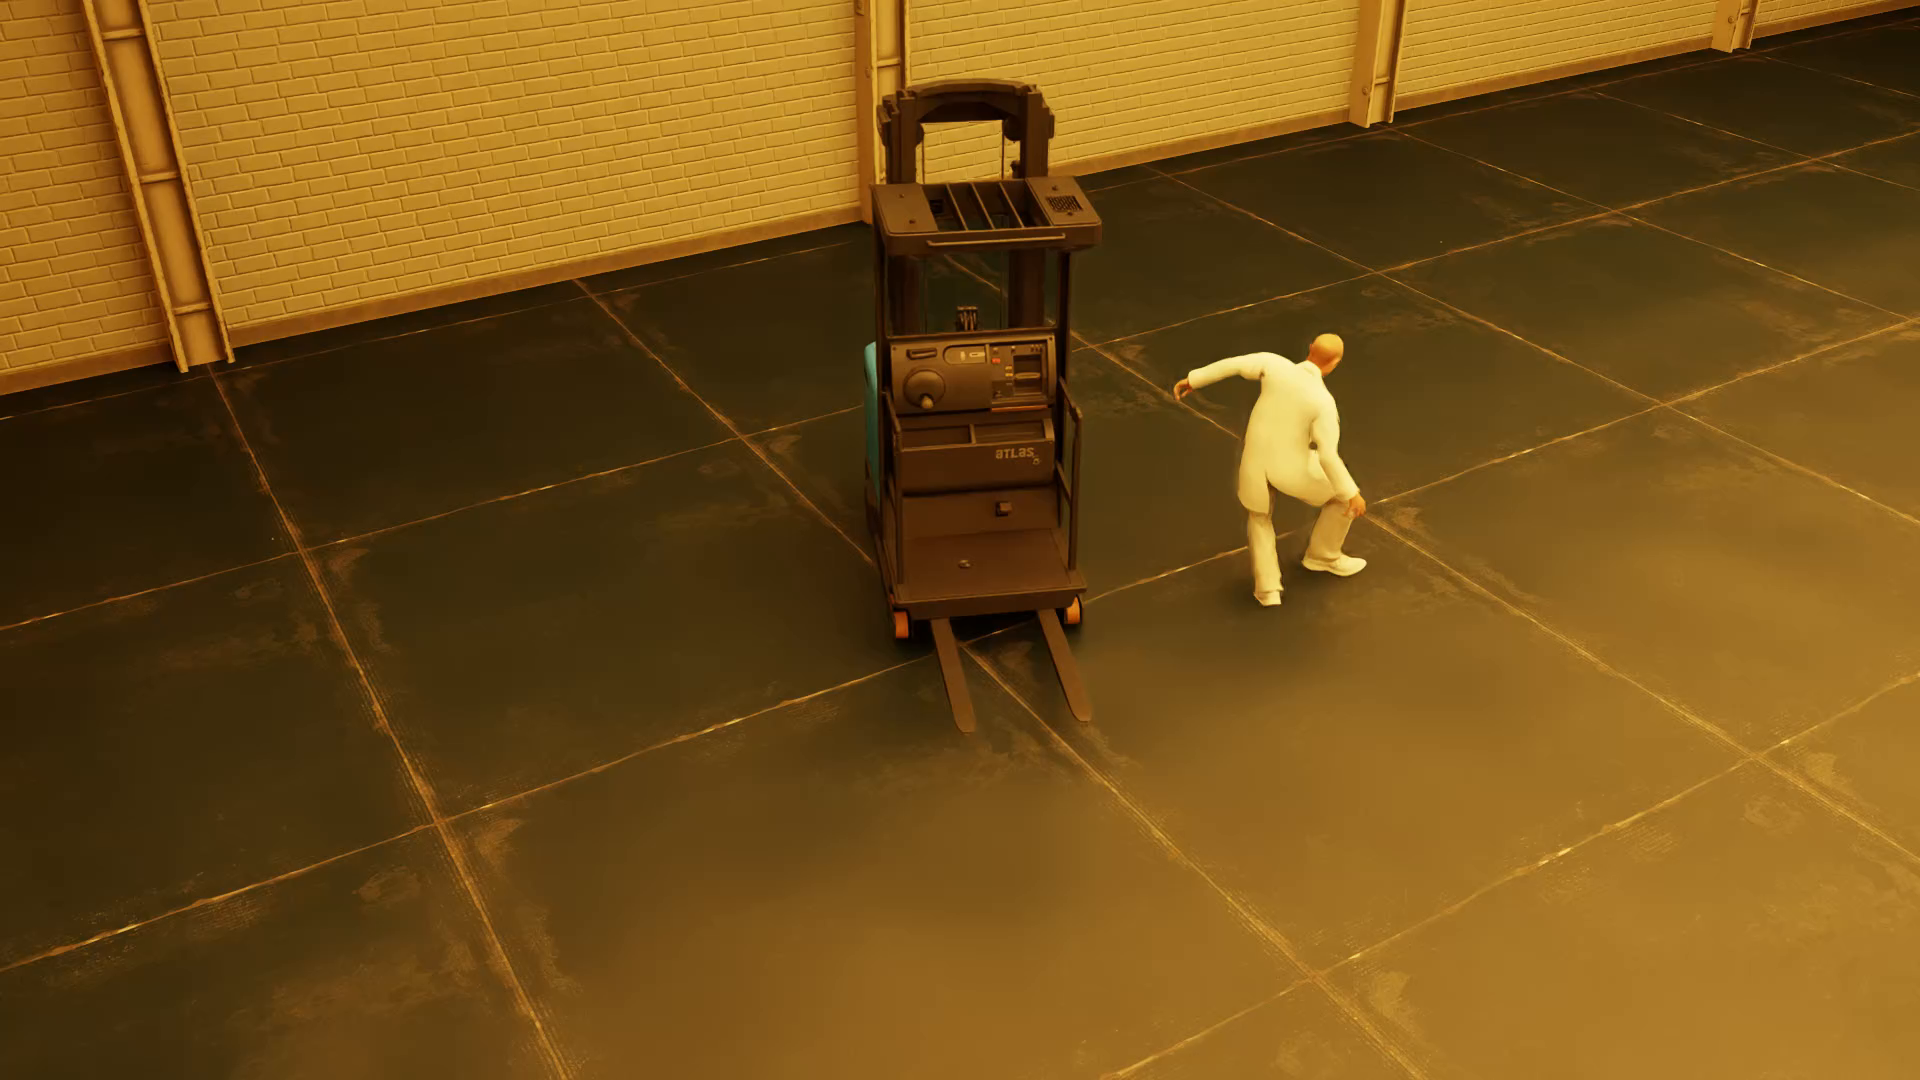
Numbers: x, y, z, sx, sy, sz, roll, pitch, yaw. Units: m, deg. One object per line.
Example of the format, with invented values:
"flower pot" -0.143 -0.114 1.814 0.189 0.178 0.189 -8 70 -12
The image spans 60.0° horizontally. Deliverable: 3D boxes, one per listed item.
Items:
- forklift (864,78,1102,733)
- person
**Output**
"forklift" 0.111 -0.884 9.124 1.130 2.935 3.031 -5 31 -7
"person" 1.816 -0.433 9.755 1.255 1.688 0.688 21 37 31
